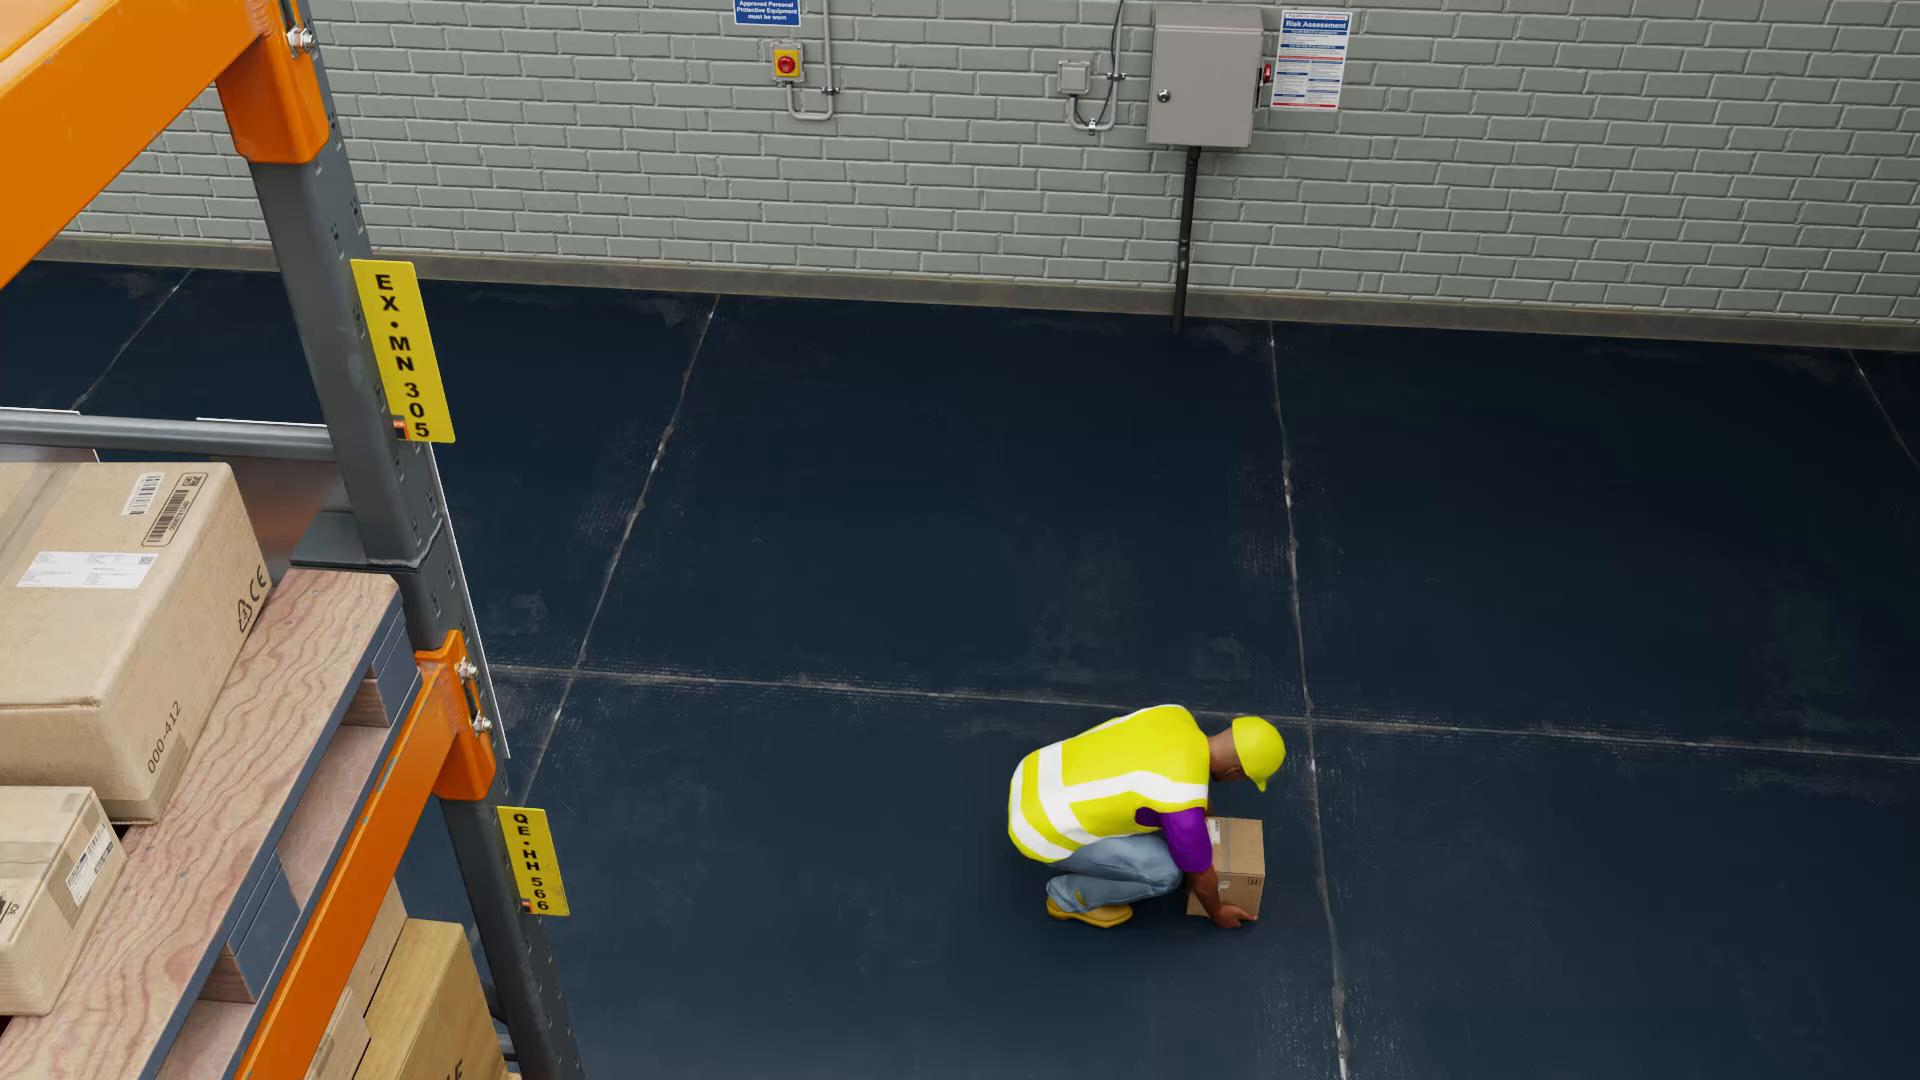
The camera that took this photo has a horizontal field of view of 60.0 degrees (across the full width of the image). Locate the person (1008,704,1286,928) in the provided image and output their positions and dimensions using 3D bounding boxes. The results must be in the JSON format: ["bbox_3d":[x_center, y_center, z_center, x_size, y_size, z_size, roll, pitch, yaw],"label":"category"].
[{"bbox_3d":[0.632,0.955,5.808,0.925,0.883,0.549,3,40,4],"label":"person"}]
